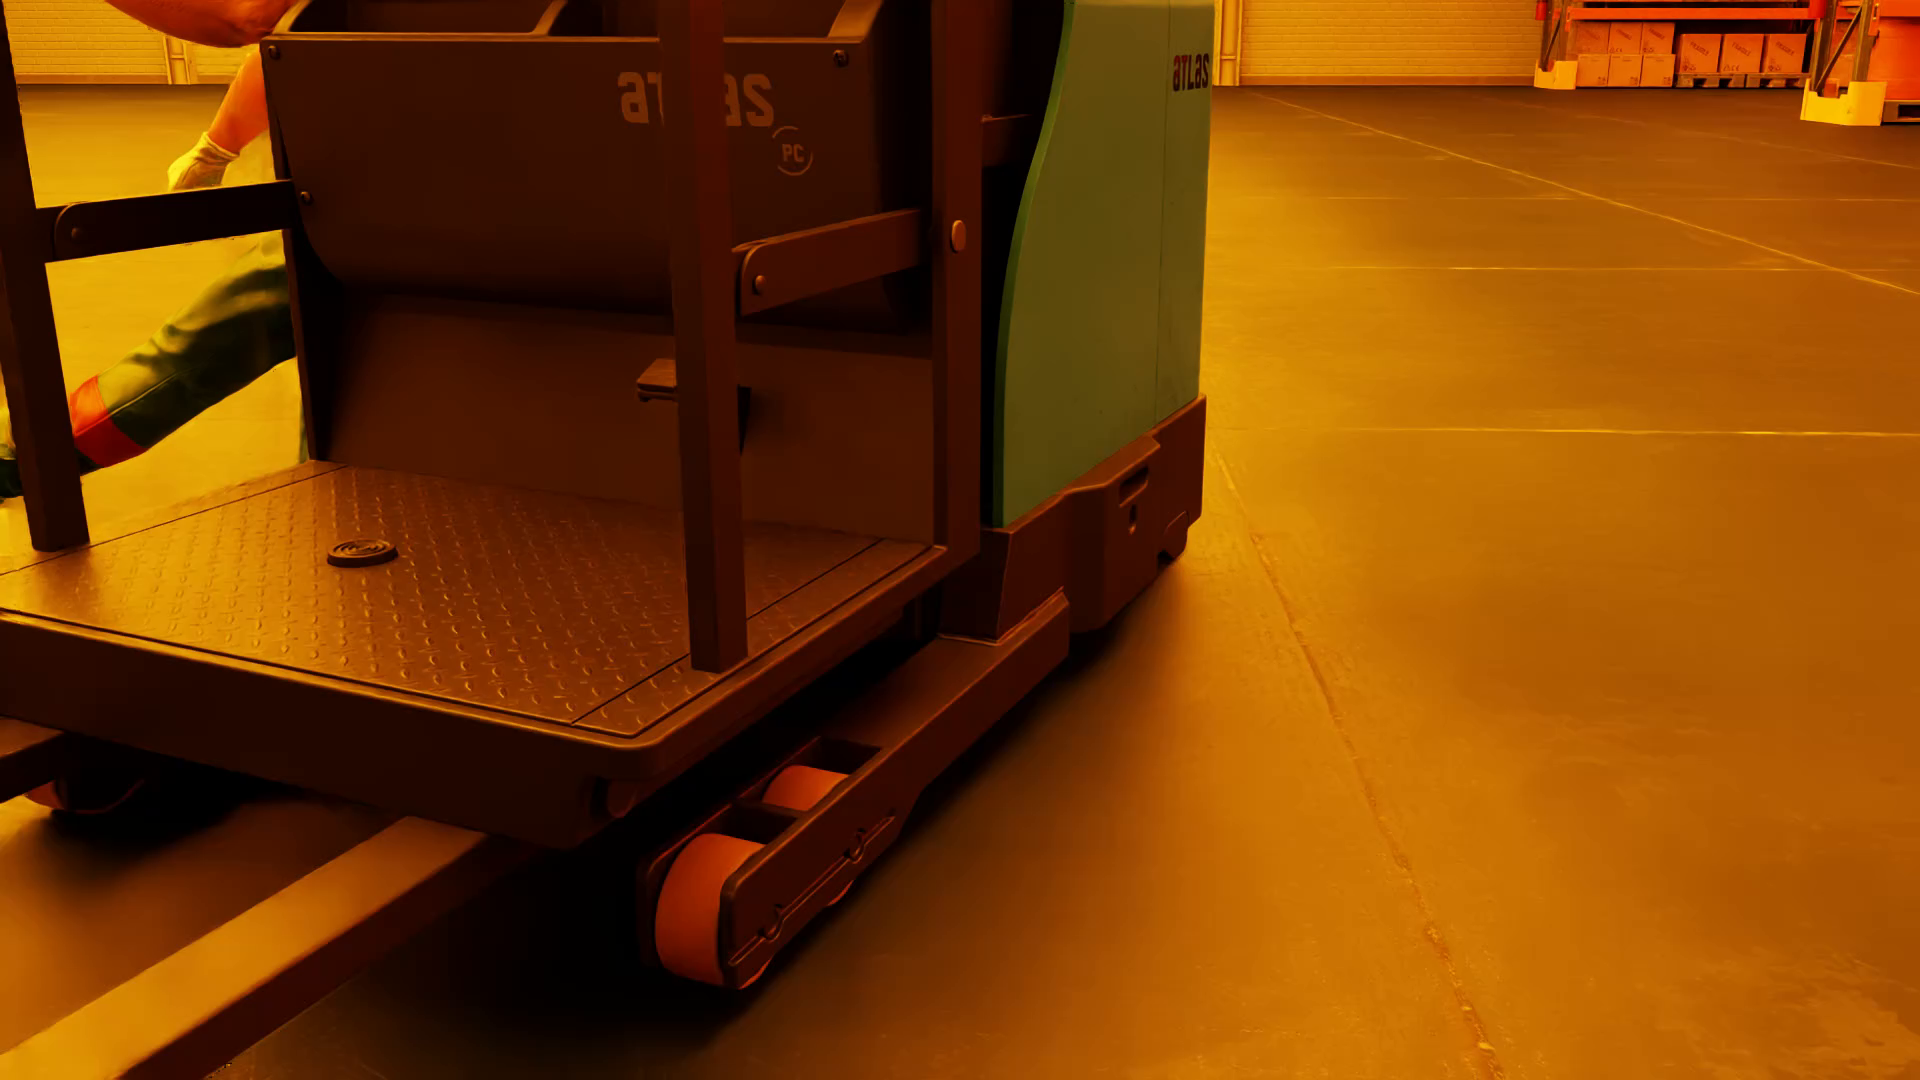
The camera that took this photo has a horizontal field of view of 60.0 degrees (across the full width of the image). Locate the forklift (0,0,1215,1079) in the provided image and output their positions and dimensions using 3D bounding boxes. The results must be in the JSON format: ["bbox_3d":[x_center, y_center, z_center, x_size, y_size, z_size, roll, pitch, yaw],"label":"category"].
[{"bbox_3d":[-0.592,-1.058,1.837,1.130,2.935,3.031,8,19,23],"label":"forklift"}]

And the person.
[{"bbox_3d":[-1.215,-0.531,2.665,1.191,1.407,1.032,-8,19,-23],"label":"person"}]
